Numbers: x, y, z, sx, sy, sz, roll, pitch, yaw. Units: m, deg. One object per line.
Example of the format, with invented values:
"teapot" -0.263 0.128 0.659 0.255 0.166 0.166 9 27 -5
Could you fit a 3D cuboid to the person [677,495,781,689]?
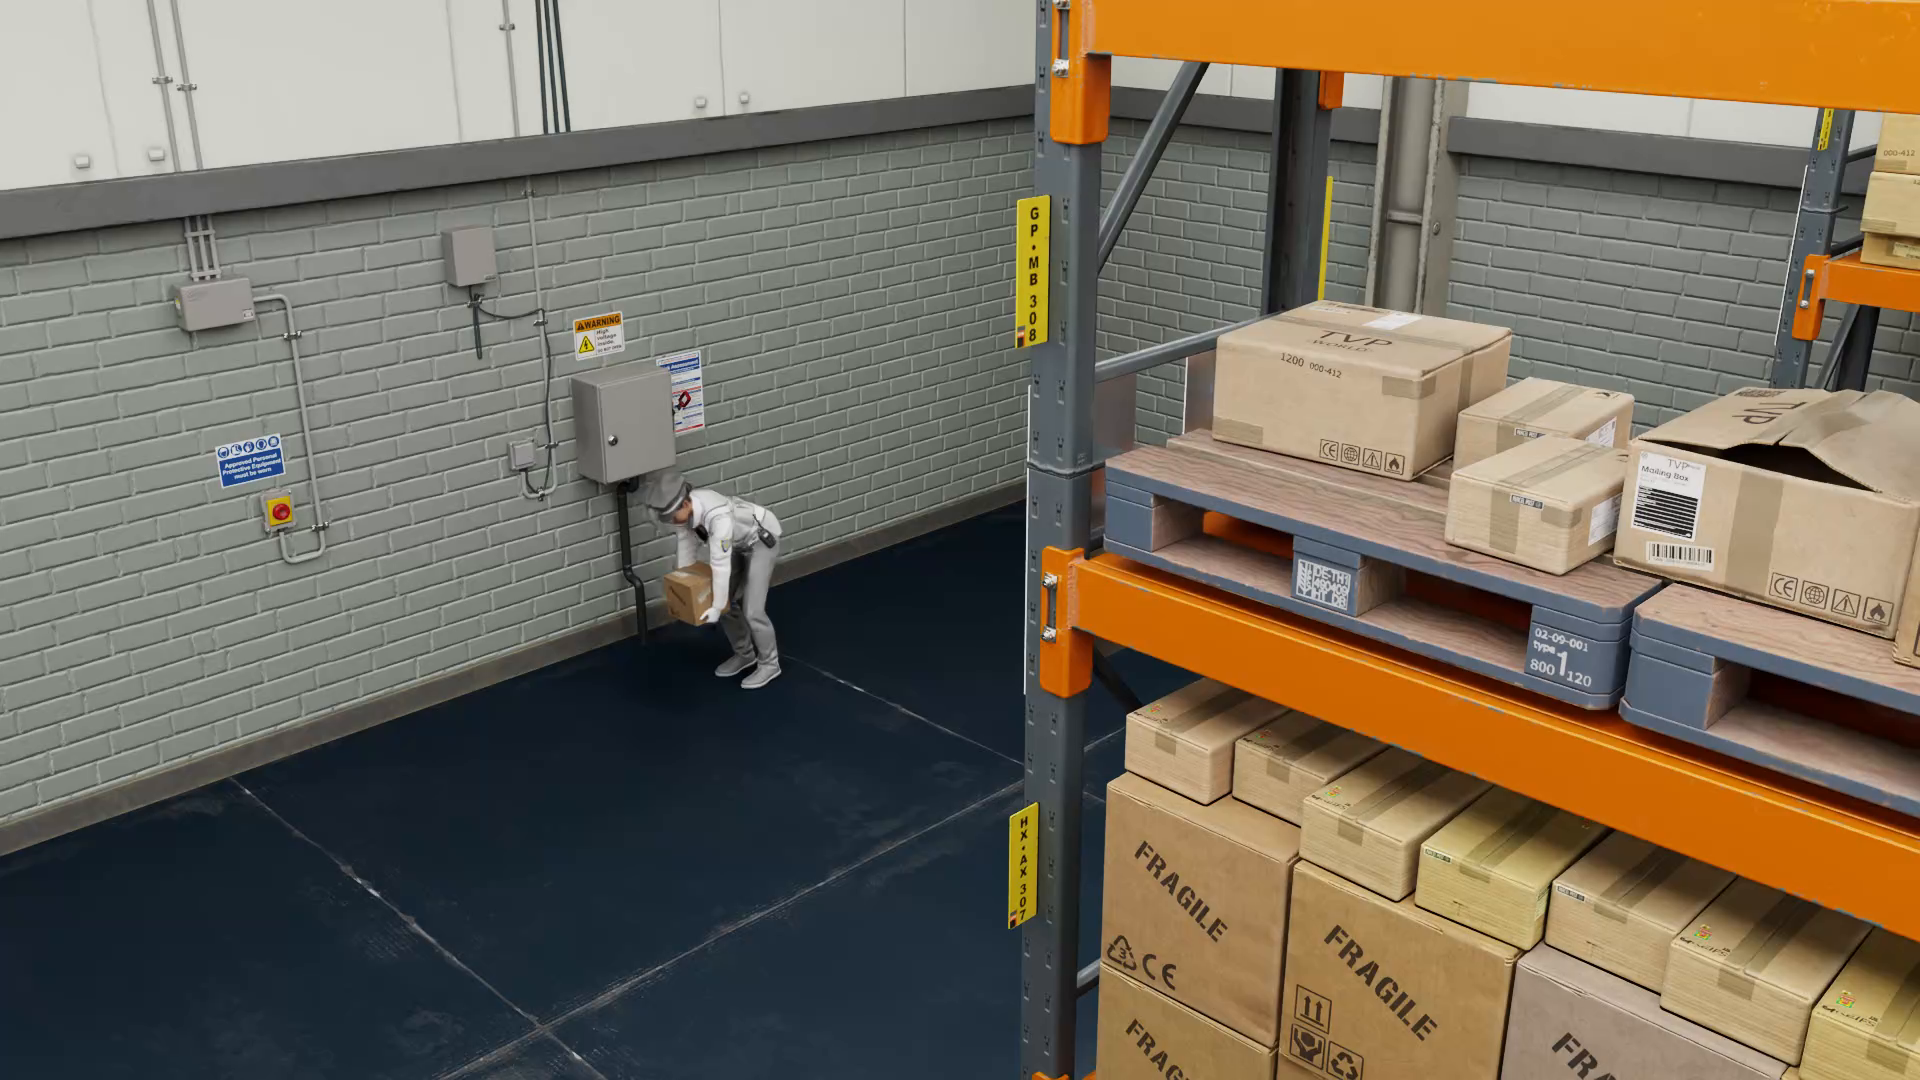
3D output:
"person" -1.316 0.332 9.546 0.401 1.073 0.641 18 27 40
